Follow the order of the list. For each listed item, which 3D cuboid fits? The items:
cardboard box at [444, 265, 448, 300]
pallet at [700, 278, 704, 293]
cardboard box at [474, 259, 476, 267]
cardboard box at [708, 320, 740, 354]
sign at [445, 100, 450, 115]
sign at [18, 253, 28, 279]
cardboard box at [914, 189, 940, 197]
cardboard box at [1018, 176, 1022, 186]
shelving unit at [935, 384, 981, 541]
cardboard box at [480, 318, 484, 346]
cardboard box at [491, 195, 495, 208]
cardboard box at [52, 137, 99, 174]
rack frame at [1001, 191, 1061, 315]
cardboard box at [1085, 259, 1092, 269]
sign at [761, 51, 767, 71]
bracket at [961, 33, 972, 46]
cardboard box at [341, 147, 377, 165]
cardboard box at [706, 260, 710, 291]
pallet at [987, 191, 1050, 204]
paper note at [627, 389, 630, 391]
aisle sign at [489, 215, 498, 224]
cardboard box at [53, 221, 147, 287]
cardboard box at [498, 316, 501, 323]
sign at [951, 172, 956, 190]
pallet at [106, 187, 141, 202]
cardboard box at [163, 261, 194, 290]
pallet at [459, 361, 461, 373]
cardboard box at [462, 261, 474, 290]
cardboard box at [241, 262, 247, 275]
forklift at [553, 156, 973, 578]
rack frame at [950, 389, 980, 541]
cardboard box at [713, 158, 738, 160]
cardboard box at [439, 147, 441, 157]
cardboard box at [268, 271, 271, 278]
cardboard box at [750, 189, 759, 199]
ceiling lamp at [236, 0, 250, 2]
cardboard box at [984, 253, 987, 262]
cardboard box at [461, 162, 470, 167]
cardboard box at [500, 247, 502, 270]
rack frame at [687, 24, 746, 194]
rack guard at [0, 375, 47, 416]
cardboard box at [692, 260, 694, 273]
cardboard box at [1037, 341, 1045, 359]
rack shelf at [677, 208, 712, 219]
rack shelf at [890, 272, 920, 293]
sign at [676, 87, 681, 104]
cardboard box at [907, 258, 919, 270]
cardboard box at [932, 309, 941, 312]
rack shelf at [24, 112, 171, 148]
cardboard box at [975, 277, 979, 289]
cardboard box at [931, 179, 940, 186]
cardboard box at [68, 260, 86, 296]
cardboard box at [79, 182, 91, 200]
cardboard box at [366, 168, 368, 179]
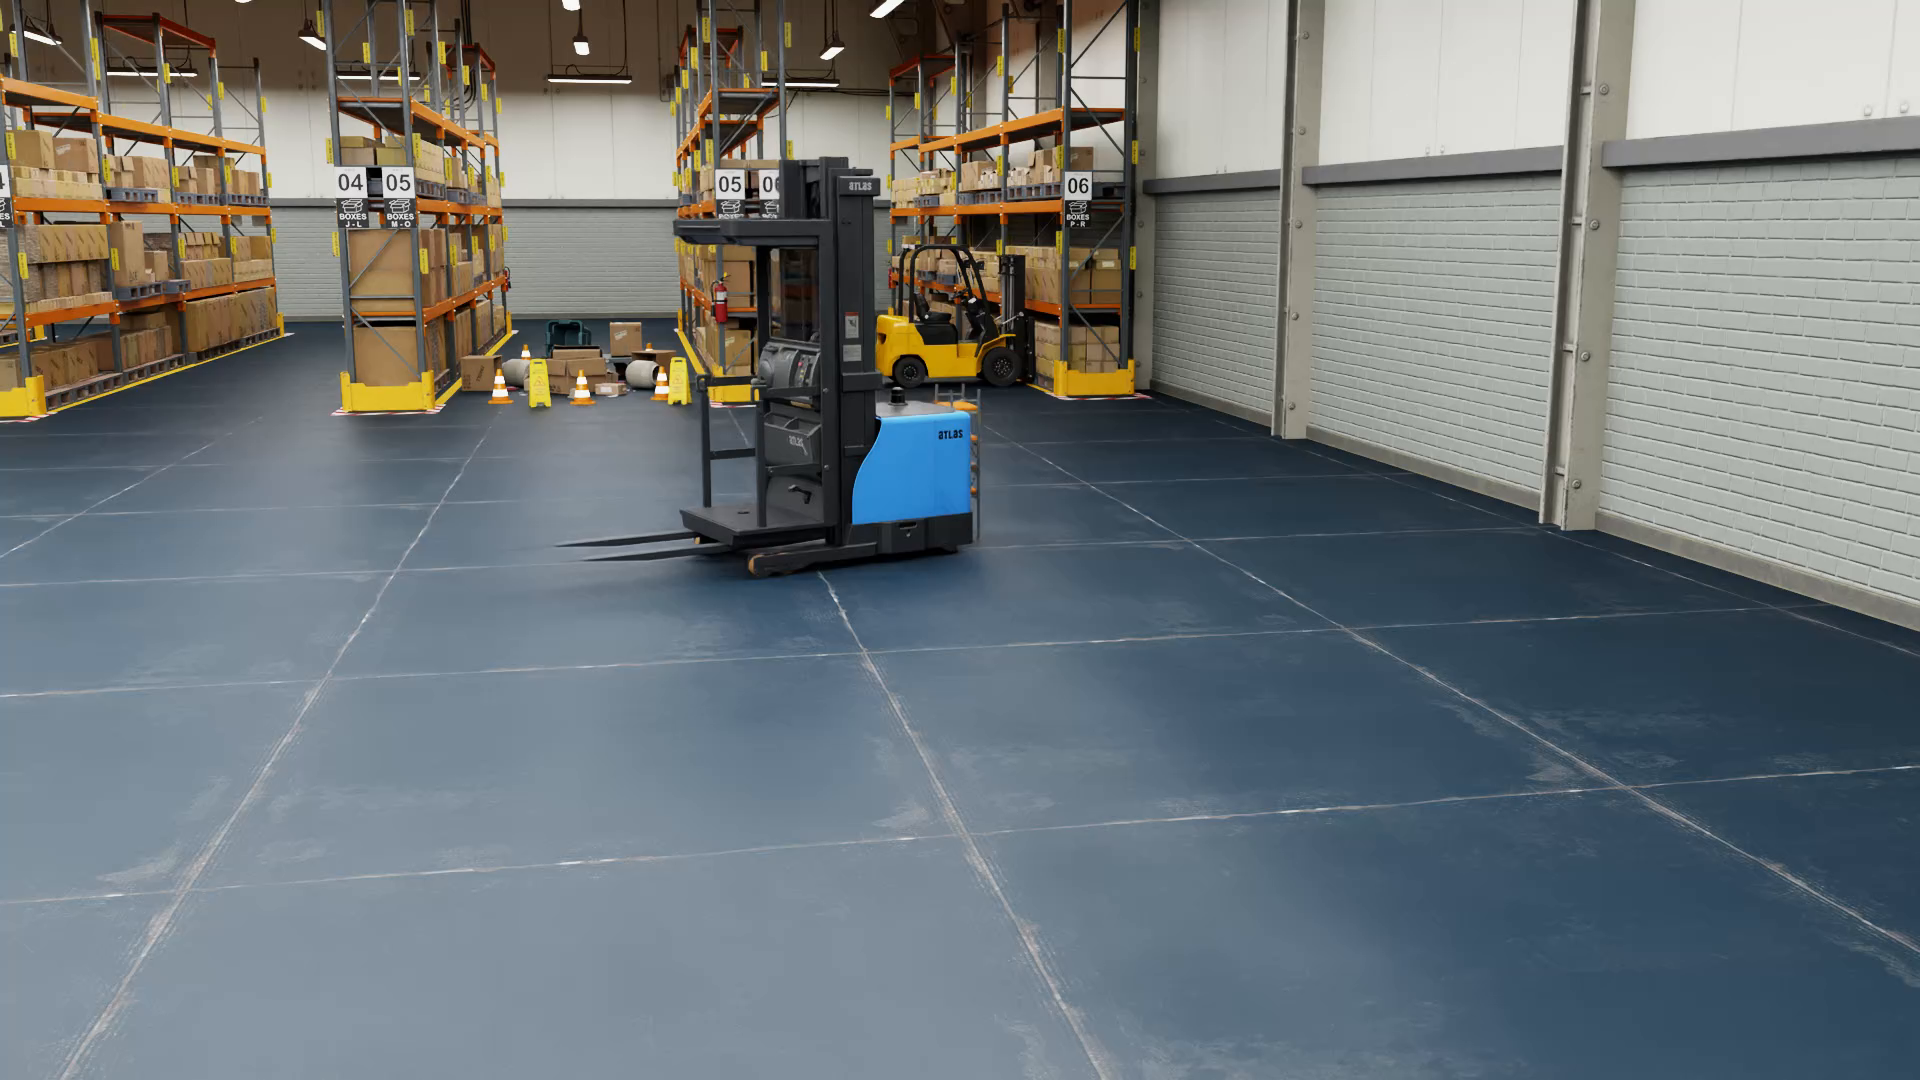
[{"bbox_3d":[-8.426,-3.994,25.757,0.875,0.550,0.550,-2,11,-11],"label":"cardboard box"},{"bbox_3d":[-4.026,-4.464,29.140,1.003,0.211,1.213,-2,11,-11],"label":"pallet"},{"bbox_3d":[-9.436,-5.282,31.680,0.380,0.149,0.250,-2,11,-12],"label":"cardboard box"},{"bbox_3d":[-3.708,-3.194,26.181,0.500,0.500,0.500,-2,11,-9],"label":"cardboard box"},{"bbox_3d":[-11.376,-9.613,36.928,0.100,0.325,0.005,-2,11,-11],"label":"sign"},{"bbox_3d":[-12.084,-3.537,21.442,0.100,0.325,0.005,-2,11,-11],"label":"sign"},{"bbox_3d":[-0.701,-7.460,35.951,0.500,0.250,0.500,-2,11,-11],"label":"cardboard box"},{"bbox_3d":[1.133,-5.738,26.583,0.380,0.149,0.250,-2,11,-9],"label":"cardboard box"},{"bbox_3d":[-0.020,-0.622,13.254,0.258,1.200,0.503,-3,11,-14],"label":"shelving unit"},{"bbox_3d":[-9.276,-3.931,31.387,0.500,0.500,0.500,-2,11,-10],"label":"cardboard box"},{"bbox_3d":[-10.085,-7.137,35.049,0.500,0.250,0.500,-2,11,-9],"label":"cardboard box"},{"bbox_3d":[-13.057,-5.667,24.524,0.500,0.500,0.500,-2,11,-13],"label":"cardboard box"},{"bbox_3d":[1.195,-4.367,28.119,1.000,3.000,0.127,-2,11,-11],"label":"rack frame"},{"bbox_3d":[2.051,-4.116,24.797,0.380,0.149,0.250,-2,11,-11],"label":"cardboard box"},{"bbox_3d":[-3.138,-7.647,26.597,0.100,0.325,0.005,-2,11,-11],"label":"sign"},{"bbox_3d":[0.120,-10.621,35.306,0.235,0.232,0.430,-2,11,-11],"label":"bracket"},{"bbox_3d":[-8.101,-5.135,22.345,0.500,0.250,0.500,-2,11,-10],"label":"cardboard box"},{"bbox_3d":[-3.656,-4.107,25.687,0.500,0.500,0.500,-2,11,-11],"label":"cardboard box"},{"bbox_3d":[1.010,-5.908,28.704,0.805,0.209,1.217,-3,11,-13],"label":"pallet"},{"bbox_3d":[-5.050,-2.250,24.969,0.148,0.019,0.142,2,11,9],"label":"paper note"},{"bbox_3d":[-10.563,-7.490,37.572,0.394,0.787,0.004,-2,11,-11],"label":"aisle sign"},{"bbox_3d":[-13.412,-4.477,25.971,1.000,1.000,1.000,-2,11,-11],"label":"cardboard box"},{"bbox_3d":[-10.132,-4.767,35.925,0.380,0.149,0.250,-2,11,-10],"label":"cardboard box"},{"bbox_3d":[-0.116,-6.809,31.543,0.100,0.325,0.005,-2,11,-11],"label":"sign"},{"bbox_3d":[-13.410,-5.324,25.626,1.213,0.211,1.003,-2,11,-11],"label":"pallet"},{"bbox_3d":[-14.000,-4.707,29.639,0.500,0.500,0.500,-2,11,-9],"label":"cardboard box"},{"bbox_3d":[-8.974,-2.981,28.292,1.003,0.211,1.213,-2,11,-11],"label":"pallet"},{"bbox_3d":[-8.936,-4.697,29.586,0.500,0.500,0.500,-2,11,-11],"label":"cardboard box"},{"bbox_3d":[-14.877,-5.552,33.952,0.500,0.250,0.500,-2,11,-11],"label":"cardboard box"},{"bbox_3d":[-1.431,-1.284,12.104,3.031,2.935,1.130,-6,13,-31],"label":"forklift"},{"bbox_3d":[0.040,-0.578,13.022,0.240,1.200,0.015,-3,11,-14],"label":"rack frame"},{"bbox_3d":[-3.911,-6.139,27.349,0.500,0.250,0.500,-2,11,-10],"label":"cardboard box"},{"bbox_3d":[-8.077,-5.883,25.209,0.380,0.149,0.250,-2,11,-11],"label":"cardboard box"},{"bbox_3d":[-15.284,-5.802,36.330,0.380,0.149,0.250,-2,11,-10],"label":"cardboard box"},{"bbox_3d":[-2.780,-4.920,23.673,0.380,0.149,0.250,-2,11,-13],"label":"cardboard box"},{"bbox_3d":[-10.665,-9.716,24.564,0.800,3.185,2.000,-2,11,-11],"label":"ceiling lamp"},{"bbox_3d":[0.633,-5.023,29.562,0.380,0.149,0.250,-2,11,-11],"label":"cardboard box"},{"bbox_3d":[-9.196,-6.799,30.556,0.396,0.266,0.258,-2,11,-11],"label":"cardboard box"},{"bbox_3d":[-10.408,-6.216,36.769,0.500,0.500,0.500,-2,11,-12],"label":"cardboard box"},{"bbox_3d":[-4.452,-7.867,30.461,1.000,3.000,0.127,-2,11,-11],"label":"rack frame"},{"bbox_3d":[-12.631,-1.878,21.726,1.175,0.500,0.348,-2,11,-11],"label":"rack guard"},{"bbox_3d":[-4.795,-5.171,31.407,0.500,0.250,0.500,-2,11,-11],"label":"cardboard box"},{"bbox_3d":[1.484,-2.905,25.330,0.500,0.250,0.500,-2,11,-12],"label":"cardboard box"},{"bbox_3d":[-5.618,-7.140,36.590,1.077,0.370,4.000,-2,11,-11],"label":"rack shelf"},{"bbox_3d":[-0.750,-5.848,37.822,1.077,0.370,4.000,-2,11,-11],"label":"rack shelf"},{"bbox_3d":[-5.779,-9.121,34.131,0.100,0.325,0.005,-2,11,-11],"label":"sign"},{"bbox_3d":[-0.896,-6.175,37.221,0.500,0.250,0.500,-2,11,-11],"label":"cardboard box"},{"bbox_3d":[-0.282,-4.527,34.520,0.500,0.500,0.500,-2,11,-13],"label":"cardboard box"},{"bbox_3d":[-13.783,-6.590,26.745,1.077,0.370,4.000,-2,11,-11],"label":"rack shelf"},{"bbox_3d":[0.562,-4.655,30.033,0.500,0.250,0.500,-2,11,-9],"label":"cardboard box"},{"bbox_3d":[-0.376,-7.235,33.650,0.380,0.149,0.250,-2,11,-11],"label":"cardboard box"},{"bbox_3d":[-13.109,-3.755,23.840,0.875,0.500,0.500,-2,11,-11],"label":"cardboard box"},{"bbox_3d":[-12.958,-5.055,24.113,0.500,0.250,0.500,-2,11,-10],"label":"cardboard box"},{"bbox_3d":[-8.129,-4.908,22.220,0.380,0.149,0.250,-2,11,-11],"label":"cardboard box"}]
